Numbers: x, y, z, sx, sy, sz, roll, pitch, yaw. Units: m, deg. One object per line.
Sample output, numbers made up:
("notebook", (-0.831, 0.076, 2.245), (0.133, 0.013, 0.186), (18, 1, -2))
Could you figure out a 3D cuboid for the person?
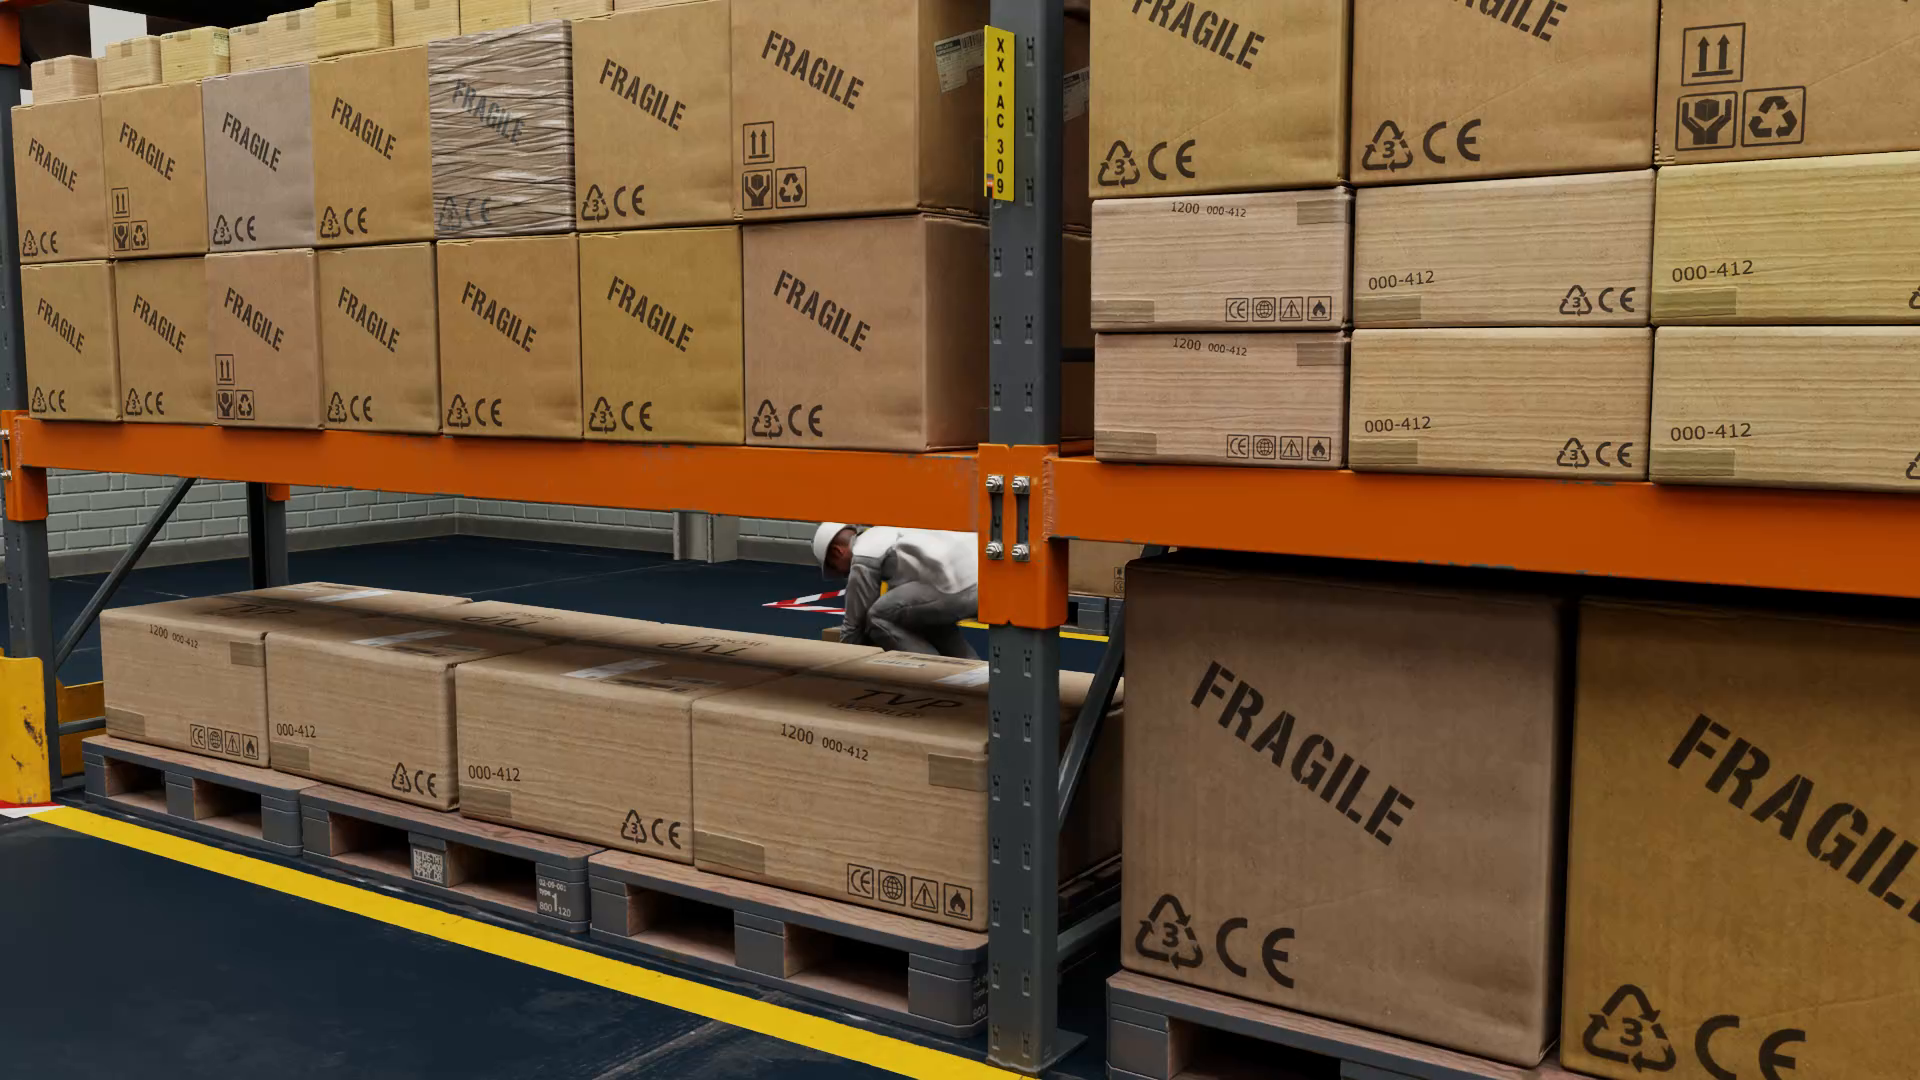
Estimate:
("person", (-0.235, 0.307, 7.557), (0.994, 0.782, 0.504), (4, 7, 32))
